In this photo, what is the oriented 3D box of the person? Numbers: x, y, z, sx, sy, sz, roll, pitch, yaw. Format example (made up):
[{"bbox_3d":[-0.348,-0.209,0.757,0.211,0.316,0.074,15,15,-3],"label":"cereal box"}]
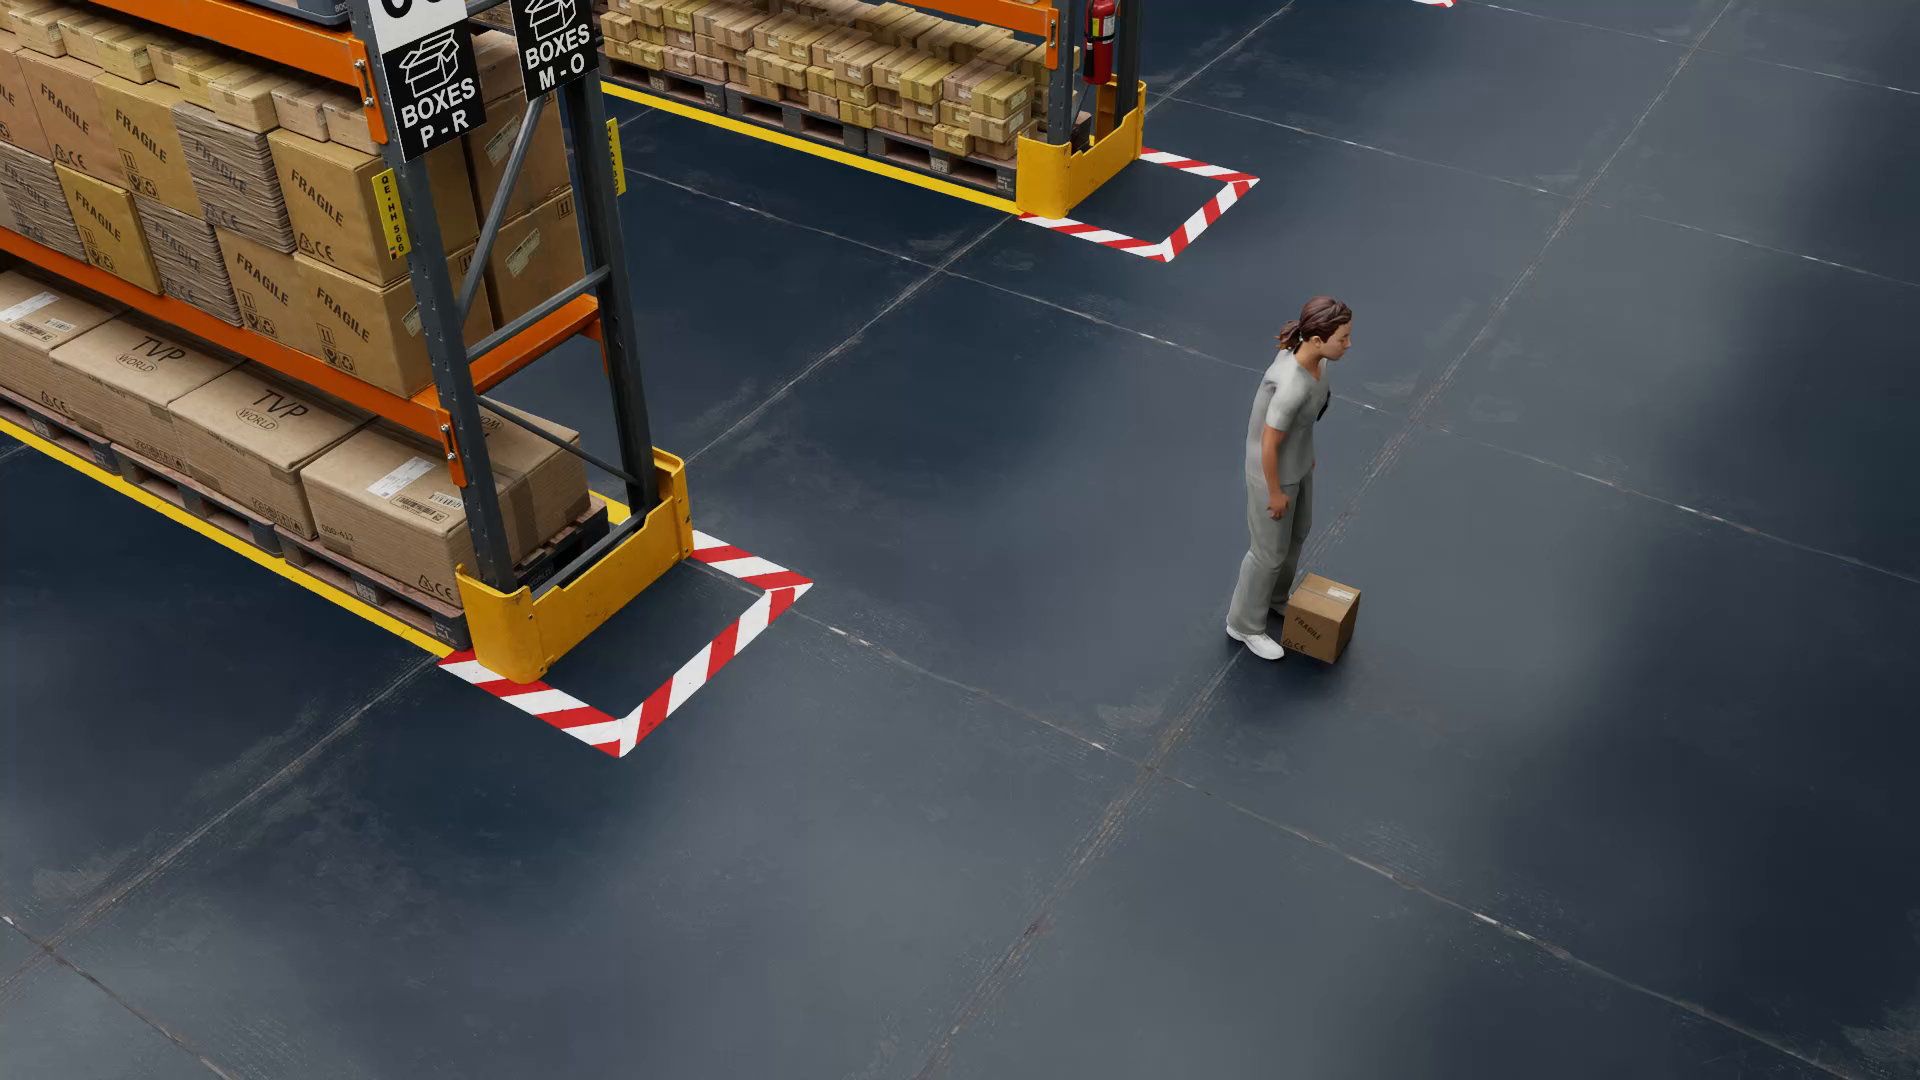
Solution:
[{"bbox_3d":[1.389,-0.290,7.045,0.362,1.671,0.513,19,42,22],"label":"person"}]
